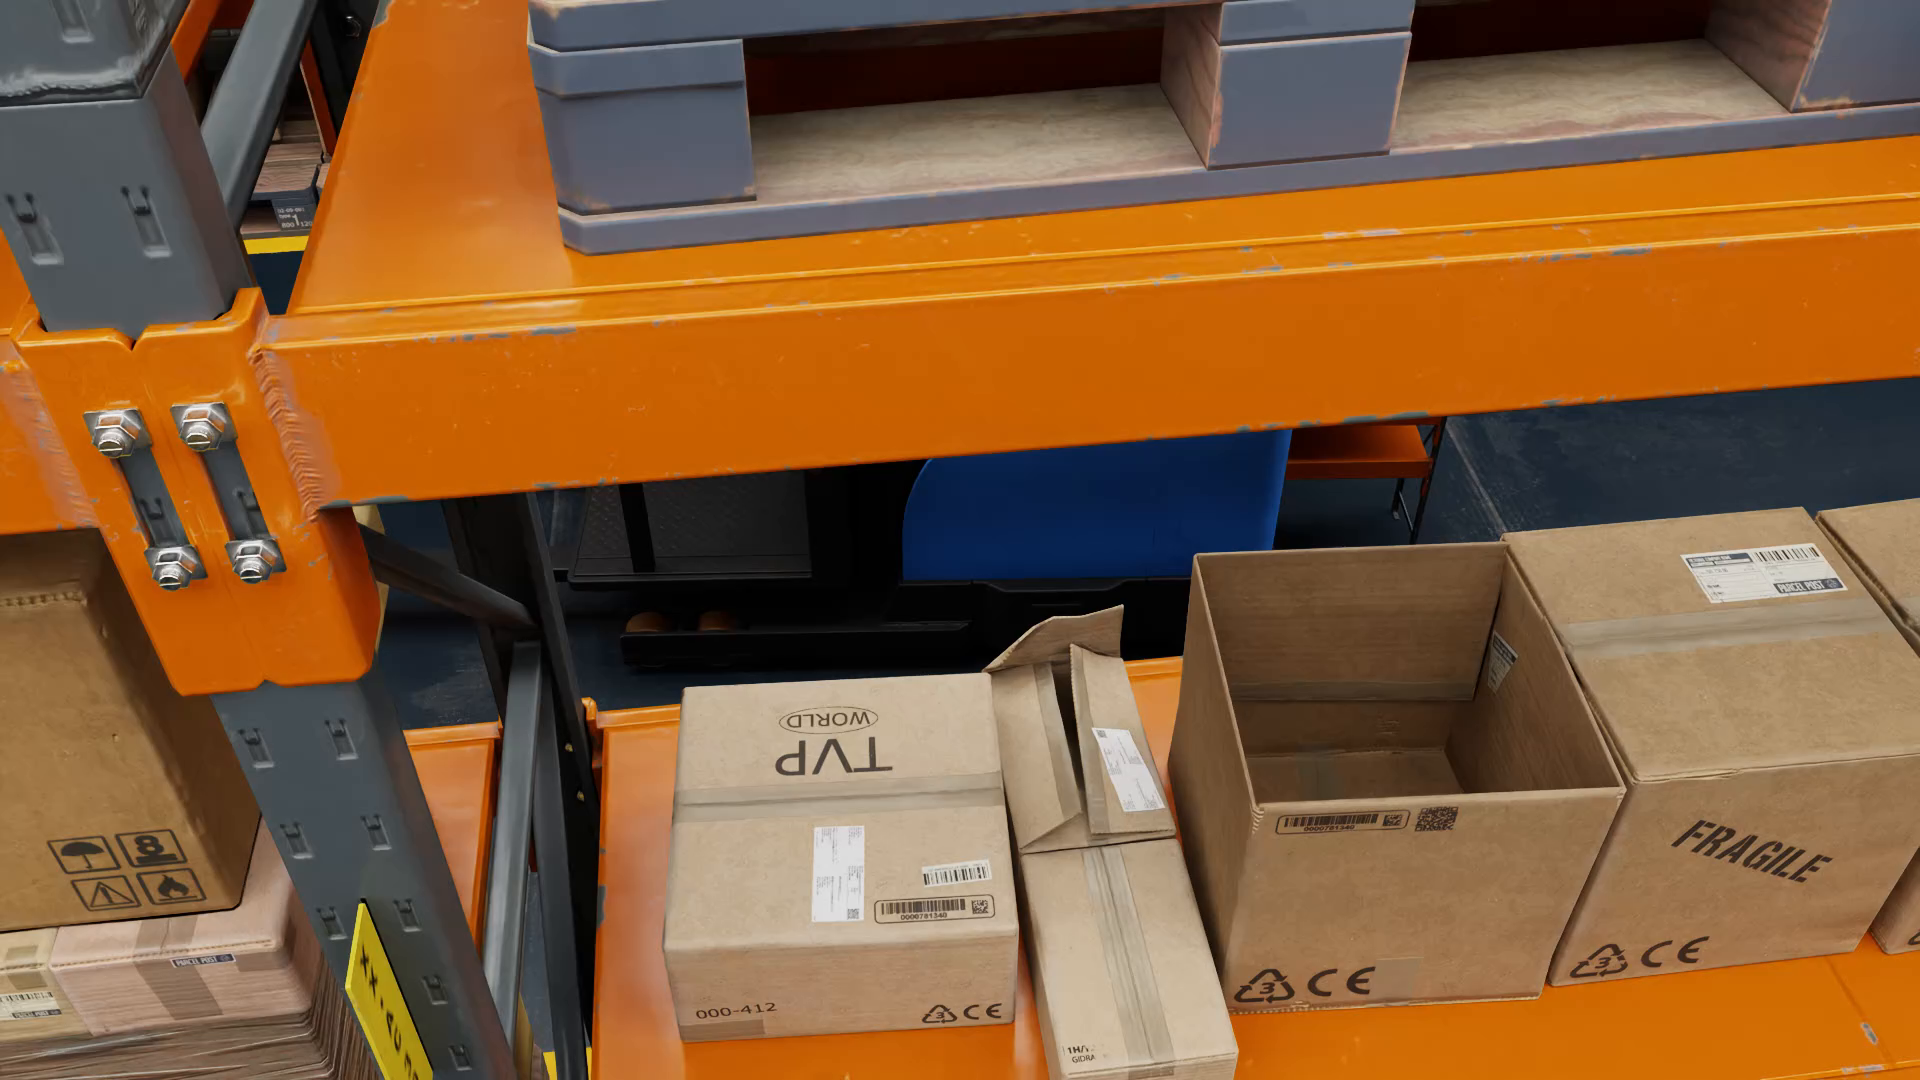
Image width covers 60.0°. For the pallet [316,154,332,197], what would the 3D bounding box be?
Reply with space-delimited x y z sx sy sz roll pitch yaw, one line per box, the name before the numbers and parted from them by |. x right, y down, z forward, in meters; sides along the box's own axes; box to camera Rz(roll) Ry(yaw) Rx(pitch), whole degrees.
pallet | -1.972 -1.675 6.949 1.213 0.211 1.003 -5 42 -6

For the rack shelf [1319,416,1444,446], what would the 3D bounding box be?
rack shelf | 1.155 -0.411 4.910 0.480 0.148 0.258 -1 42 -1

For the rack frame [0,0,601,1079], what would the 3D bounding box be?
rack frame | -0.665 0.498 2.459 0.127 3.000 1.000 -5 42 -6

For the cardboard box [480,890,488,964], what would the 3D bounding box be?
cardboard box | -1.165 0.916 3.174 0.500 0.500 0.500 -5 42 -6

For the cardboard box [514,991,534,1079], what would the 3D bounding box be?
cardboard box | -1.164 1.202 3.418 0.500 0.250 0.500 -5 42 -6

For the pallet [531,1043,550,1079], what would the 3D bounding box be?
pallet | -1.459 1.574 3.347 1.213 0.211 1.003 -5 42 -6

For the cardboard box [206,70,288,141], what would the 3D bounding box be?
cardboard box | -2.900 -1.771 6.774 0.250 0.149 0.380 -8 43 -9

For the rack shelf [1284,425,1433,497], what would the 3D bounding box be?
rack shelf | 1.155 -0.263 5.043 0.480 0.148 0.258 -1 42 -1

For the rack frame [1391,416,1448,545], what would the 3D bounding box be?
rack frame | 1.399 -0.464 4.869 0.015 1.200 0.240 -1 42 -1

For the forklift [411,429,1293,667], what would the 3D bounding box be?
forklift | -0.624 -1.078 4.257 3.031 2.935 1.130 -1 42 -1

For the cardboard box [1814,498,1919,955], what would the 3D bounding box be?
cardboard box | 1.640 0.270 2.637 0.500 0.500 0.500 -7 43 -8

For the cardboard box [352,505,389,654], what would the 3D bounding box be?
cardboard box | -0.957 0.114 2.325 0.250 0.149 0.380 -5 42 -6

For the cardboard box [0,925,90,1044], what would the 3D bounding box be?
cardboard box | -1.152 0.406 2.002 0.250 0.149 0.380 -6 42 -6

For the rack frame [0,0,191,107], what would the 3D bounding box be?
rack frame | -0.665 -1.730 0.450 0.127 3.000 1.000 -5 42 -6

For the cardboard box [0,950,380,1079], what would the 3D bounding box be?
cardboard box | -1.104 0.503 2.378 0.500 0.500 0.700 -6 42 -7

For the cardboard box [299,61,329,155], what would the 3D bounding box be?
cardboard box | -2.335 -1.910 6.666 0.500 0.500 0.500 -8 43 -9

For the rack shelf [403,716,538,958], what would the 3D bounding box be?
rack shelf | -2.648 0.938 2.507 4.000 0.370 1.077 -5 42 -6

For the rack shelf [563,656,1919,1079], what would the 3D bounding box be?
rack shelf | 1.318 0.591 2.892 4.000 0.370 1.077 -5 42 -6

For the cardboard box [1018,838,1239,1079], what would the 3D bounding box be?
cardboard box | 0.240 0.650 2.478 0.250 0.149 0.380 -5 42 -6

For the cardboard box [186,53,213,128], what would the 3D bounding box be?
cardboard box | -3.280 -1.760 6.500 0.500 0.500 0.700 -7 43 -8

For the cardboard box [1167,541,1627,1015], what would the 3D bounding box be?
cardboard box | 0.621 0.359 2.538 0.500 0.500 0.500 -2 42 -2

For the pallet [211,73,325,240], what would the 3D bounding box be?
pallet | -3.185 -1.567 6.829 1.213 0.211 1.003 -5 42 -6

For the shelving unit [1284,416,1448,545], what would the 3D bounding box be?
shelving unit | 1.155 -0.461 4.865 0.503 1.200 0.258 -1 42 -1

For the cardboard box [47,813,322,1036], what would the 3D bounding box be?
cardboard box | -0.907 0.385 2.024 0.250 0.149 0.380 -5 42 -6

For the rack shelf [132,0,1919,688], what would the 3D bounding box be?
rack shelf | 1.318 -0.523 1.888 4.000 0.370 1.077 -5 42 -6

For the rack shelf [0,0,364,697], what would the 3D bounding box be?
rack shelf | -2.648 -0.175 1.503 4.000 0.370 1.077 -5 42 -6

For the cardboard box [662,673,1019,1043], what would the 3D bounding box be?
cardboard box | -0.183 0.481 2.589 0.500 0.250 0.500 -3 42 -3

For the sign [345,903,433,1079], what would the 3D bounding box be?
sign | -0.592 0.515 1.734 0.005 0.325 0.100 -5 42 -6

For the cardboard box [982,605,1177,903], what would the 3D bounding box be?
cardboard box | 0.183 0.349 2.724 0.258 0.266 0.396 -6 42 -7

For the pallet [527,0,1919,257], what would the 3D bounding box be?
pallet | 0.208 -0.630 1.613 1.217 0.209 0.805 -7 42 -7

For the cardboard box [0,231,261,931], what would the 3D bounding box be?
cardboard box | -1.104 0.021 1.943 0.500 0.500 0.700 -5 42 -5

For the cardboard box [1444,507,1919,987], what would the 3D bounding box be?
cardboard box | 1.118 0.315 2.586 0.500 0.500 0.500 -5 42 -5
